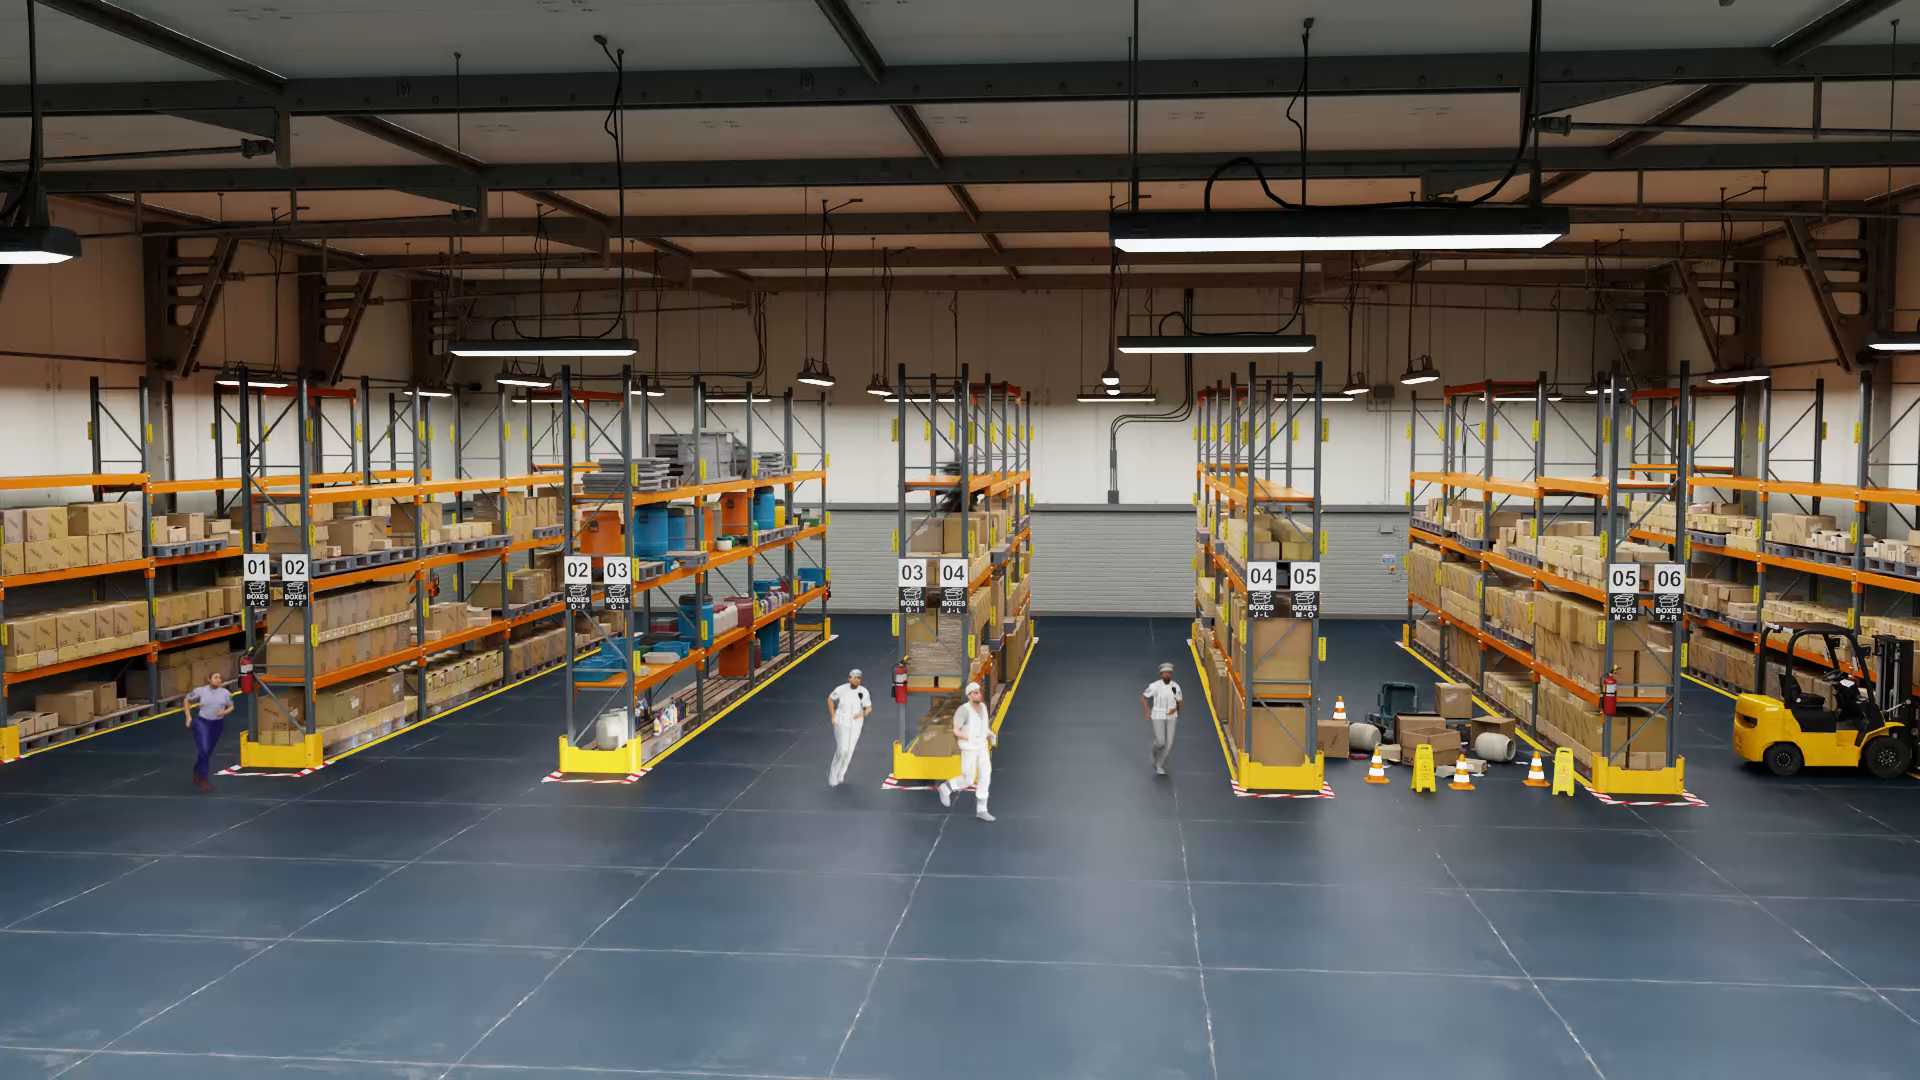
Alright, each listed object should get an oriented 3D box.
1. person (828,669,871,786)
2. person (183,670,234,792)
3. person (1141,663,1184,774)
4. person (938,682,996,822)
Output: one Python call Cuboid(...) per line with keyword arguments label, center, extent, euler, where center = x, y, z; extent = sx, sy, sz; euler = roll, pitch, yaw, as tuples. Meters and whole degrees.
Cuboid(label="person", center=(-1.588, 2.672, 23.766), extent=(0.633, 1.666, 0.633), euler=(-1, 4, -18))
Cuboid(label="person", center=(-10.661, 2.677, 23.670), extent=(0.628, 1.642, 0.839), euler=(-4, 5, -45))
Cuboid(label="person", center=(3.002, 2.615, 24.368), extent=(0.587, 1.634, 0.511), euler=(-1, 4, -12))
Cuboid(label="person", center=(0.140, 2.735, 21.698), extent=(0.665, 1.782, 0.886), euler=(-4, 5, -44))
